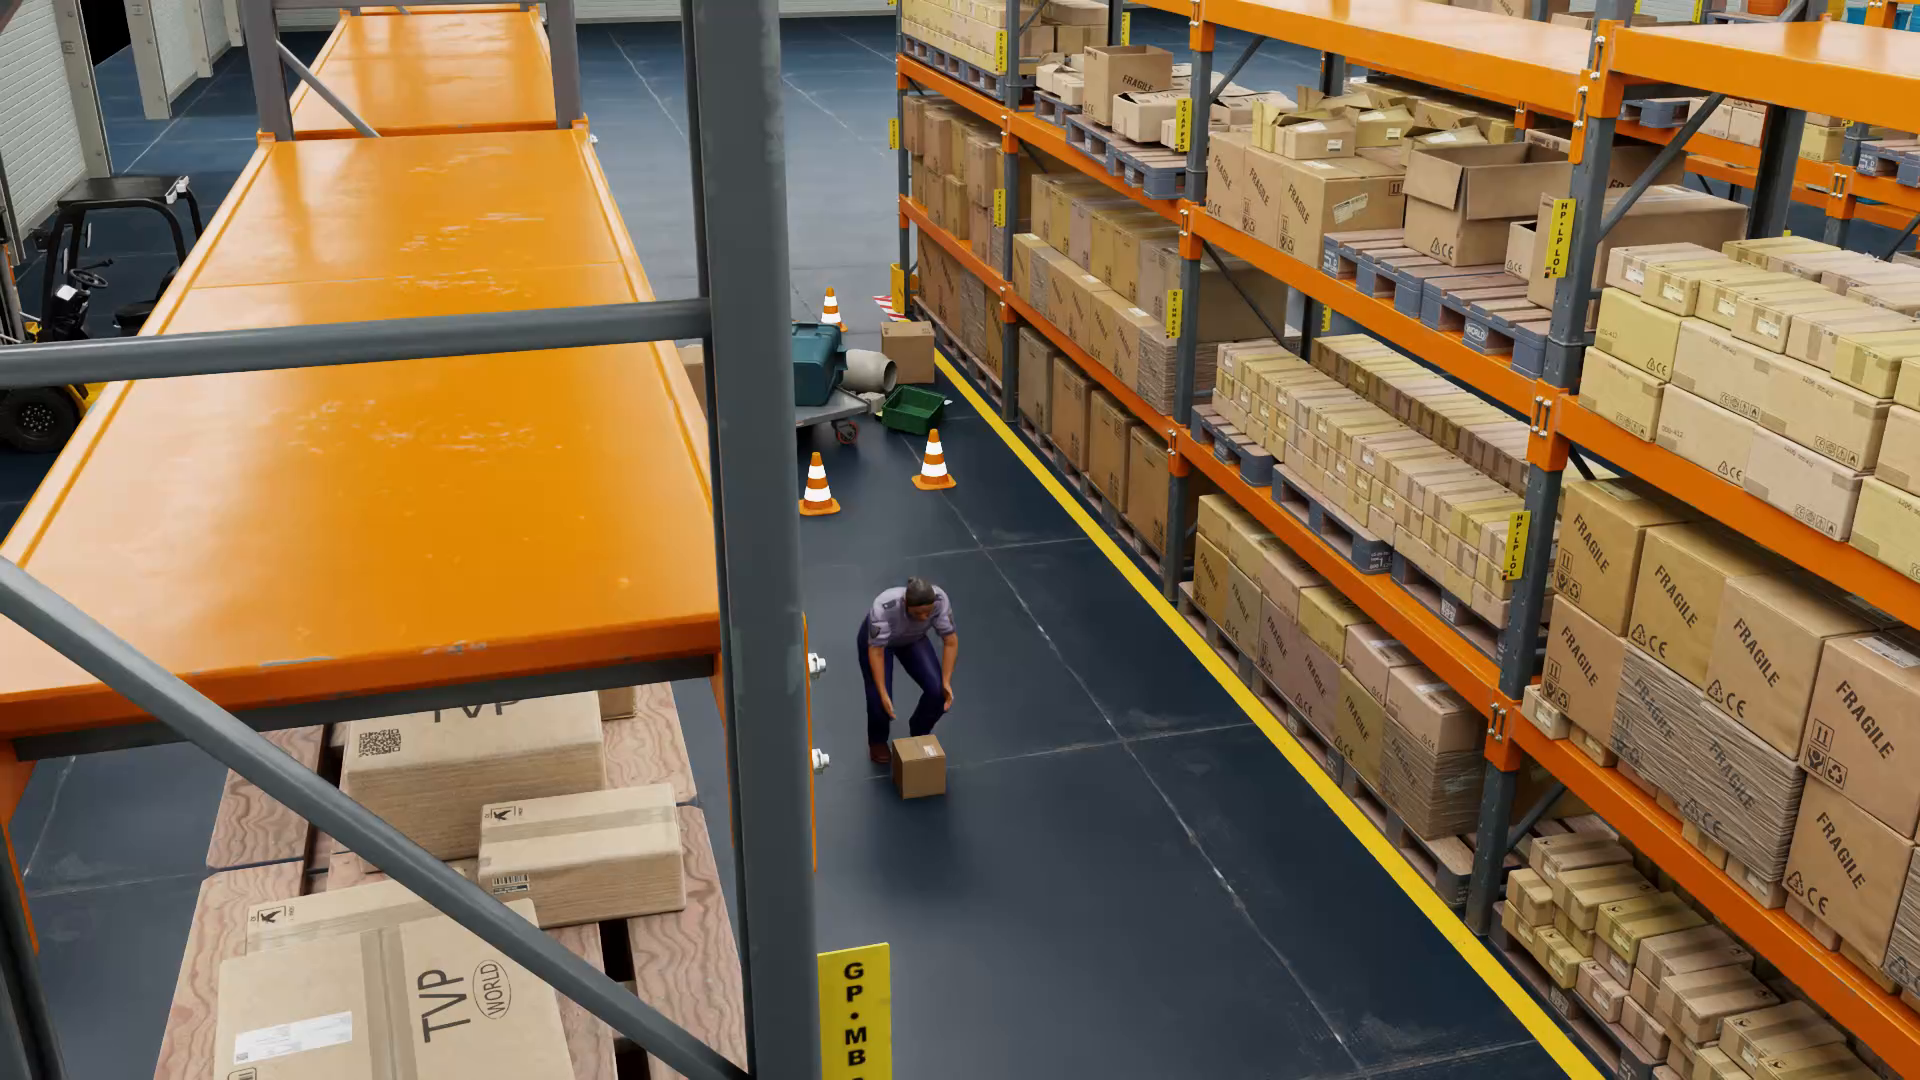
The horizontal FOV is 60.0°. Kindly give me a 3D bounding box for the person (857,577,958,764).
[{"bbox_3d":[-0.304,0.684,9.601,0.536,1.226,0.730,-6,24,-14],"label":"person"}]
